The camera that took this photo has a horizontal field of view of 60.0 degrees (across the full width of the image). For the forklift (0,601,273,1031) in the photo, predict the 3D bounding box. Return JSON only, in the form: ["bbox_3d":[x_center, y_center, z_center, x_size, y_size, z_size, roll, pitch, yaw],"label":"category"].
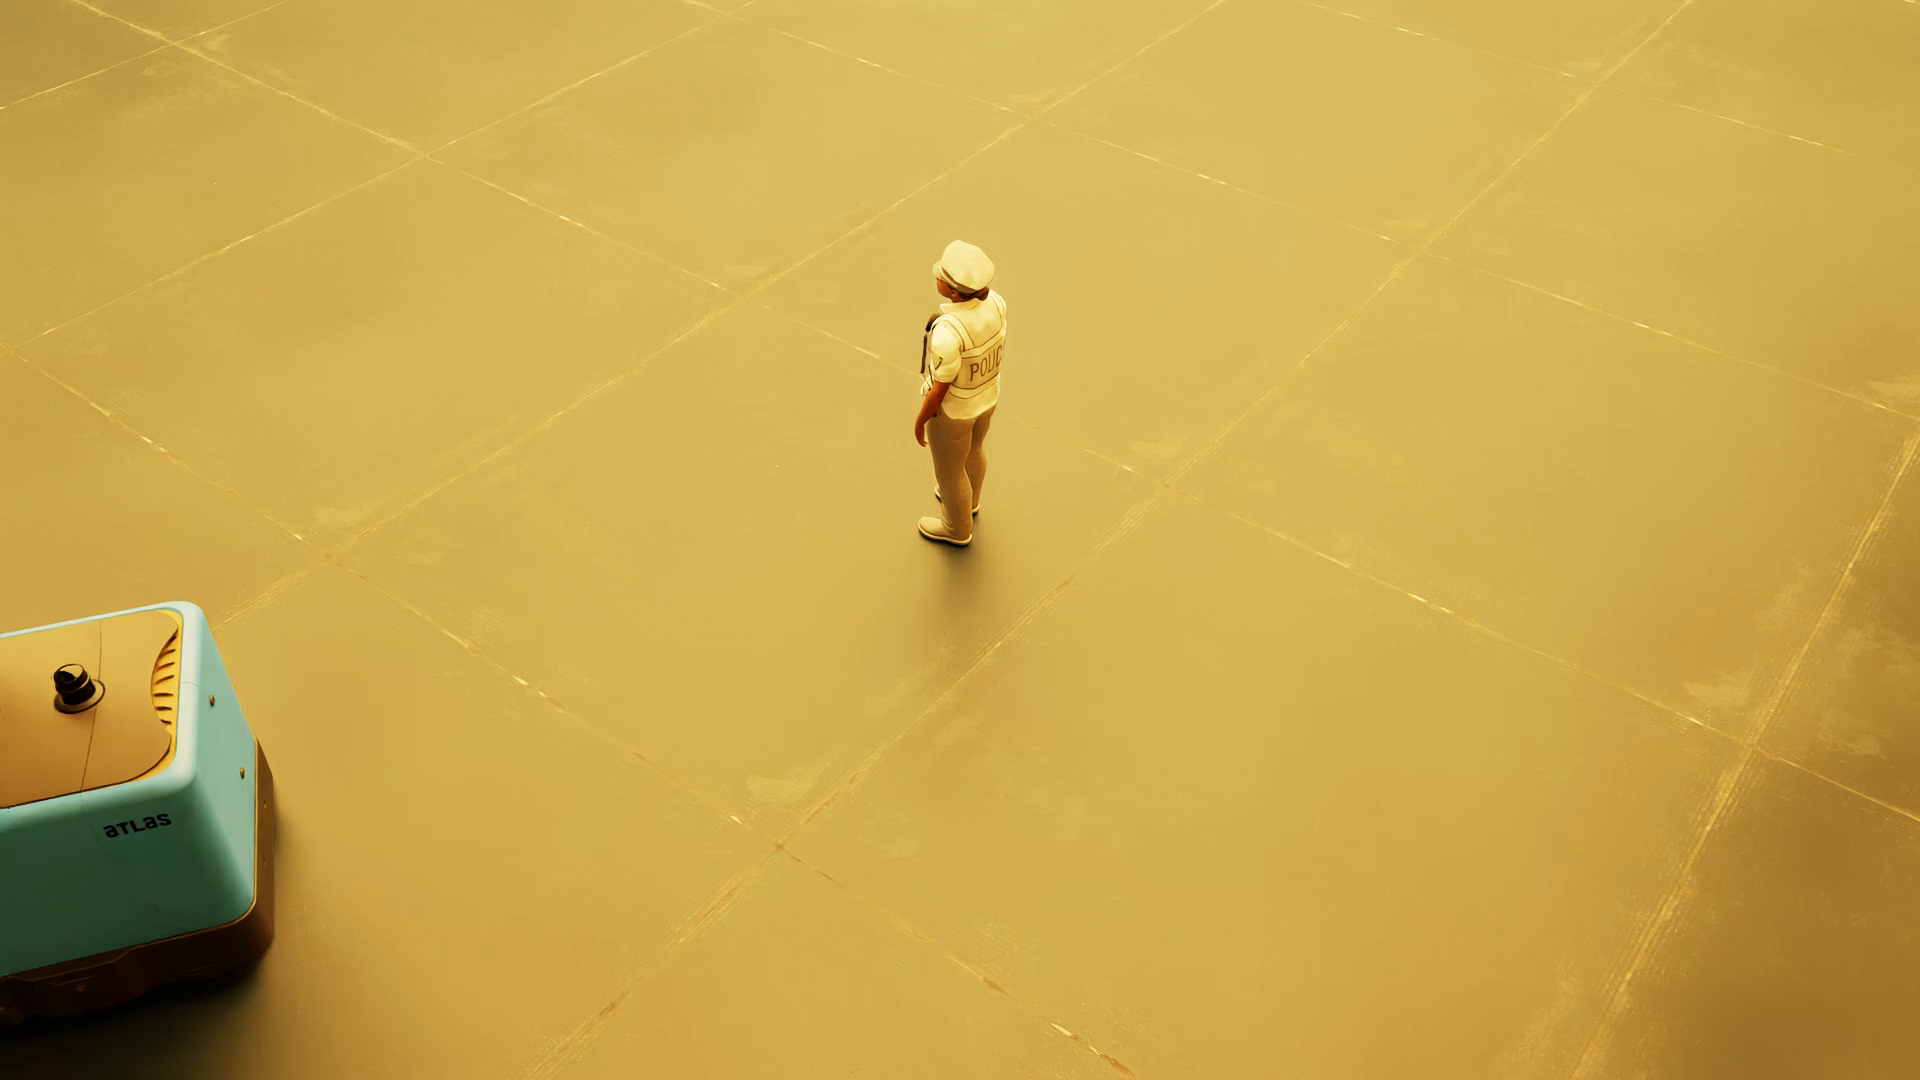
[{"bbox_3d":[-4.225,0.507,5.479,3.031,2.935,1.130,-12,42,-13],"label":"forklift"}]

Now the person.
[{"bbox_3d":[-0.047,-0.690,7.826,0.530,1.694,0.569,26,47,28],"label":"person"}]
